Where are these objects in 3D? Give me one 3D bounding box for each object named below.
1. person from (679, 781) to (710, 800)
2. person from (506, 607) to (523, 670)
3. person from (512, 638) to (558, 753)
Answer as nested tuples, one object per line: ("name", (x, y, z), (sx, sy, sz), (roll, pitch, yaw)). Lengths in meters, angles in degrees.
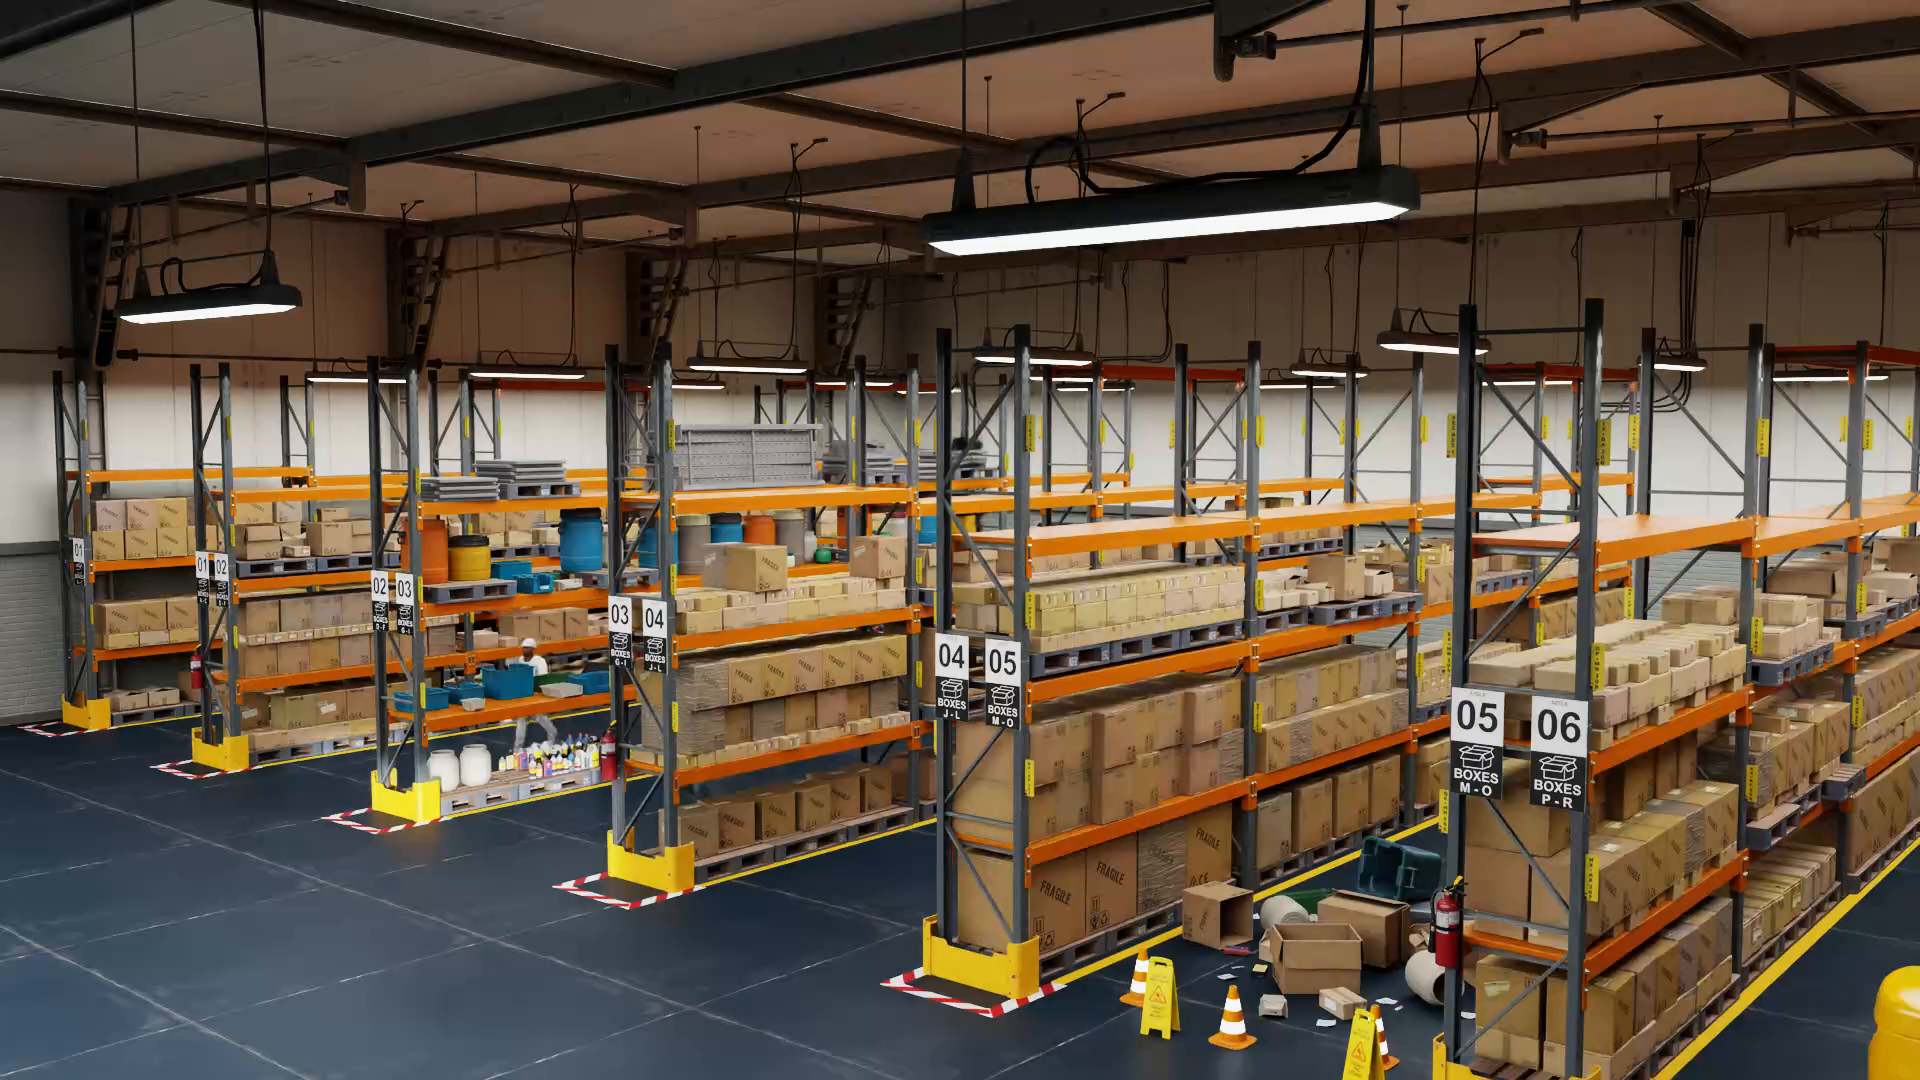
("person", (-3.358, 2.771, 21.235), (0.704, 1.718, 0.561), (3, 5, 37))
("person", (-8.327, 2.046, 31.209), (0.655, 1.742, 0.592), (3, 5, 32))
("person", (-6.637, 2.389, 25.745), (0.697, 1.754, 0.960), (2, 5, 26))
